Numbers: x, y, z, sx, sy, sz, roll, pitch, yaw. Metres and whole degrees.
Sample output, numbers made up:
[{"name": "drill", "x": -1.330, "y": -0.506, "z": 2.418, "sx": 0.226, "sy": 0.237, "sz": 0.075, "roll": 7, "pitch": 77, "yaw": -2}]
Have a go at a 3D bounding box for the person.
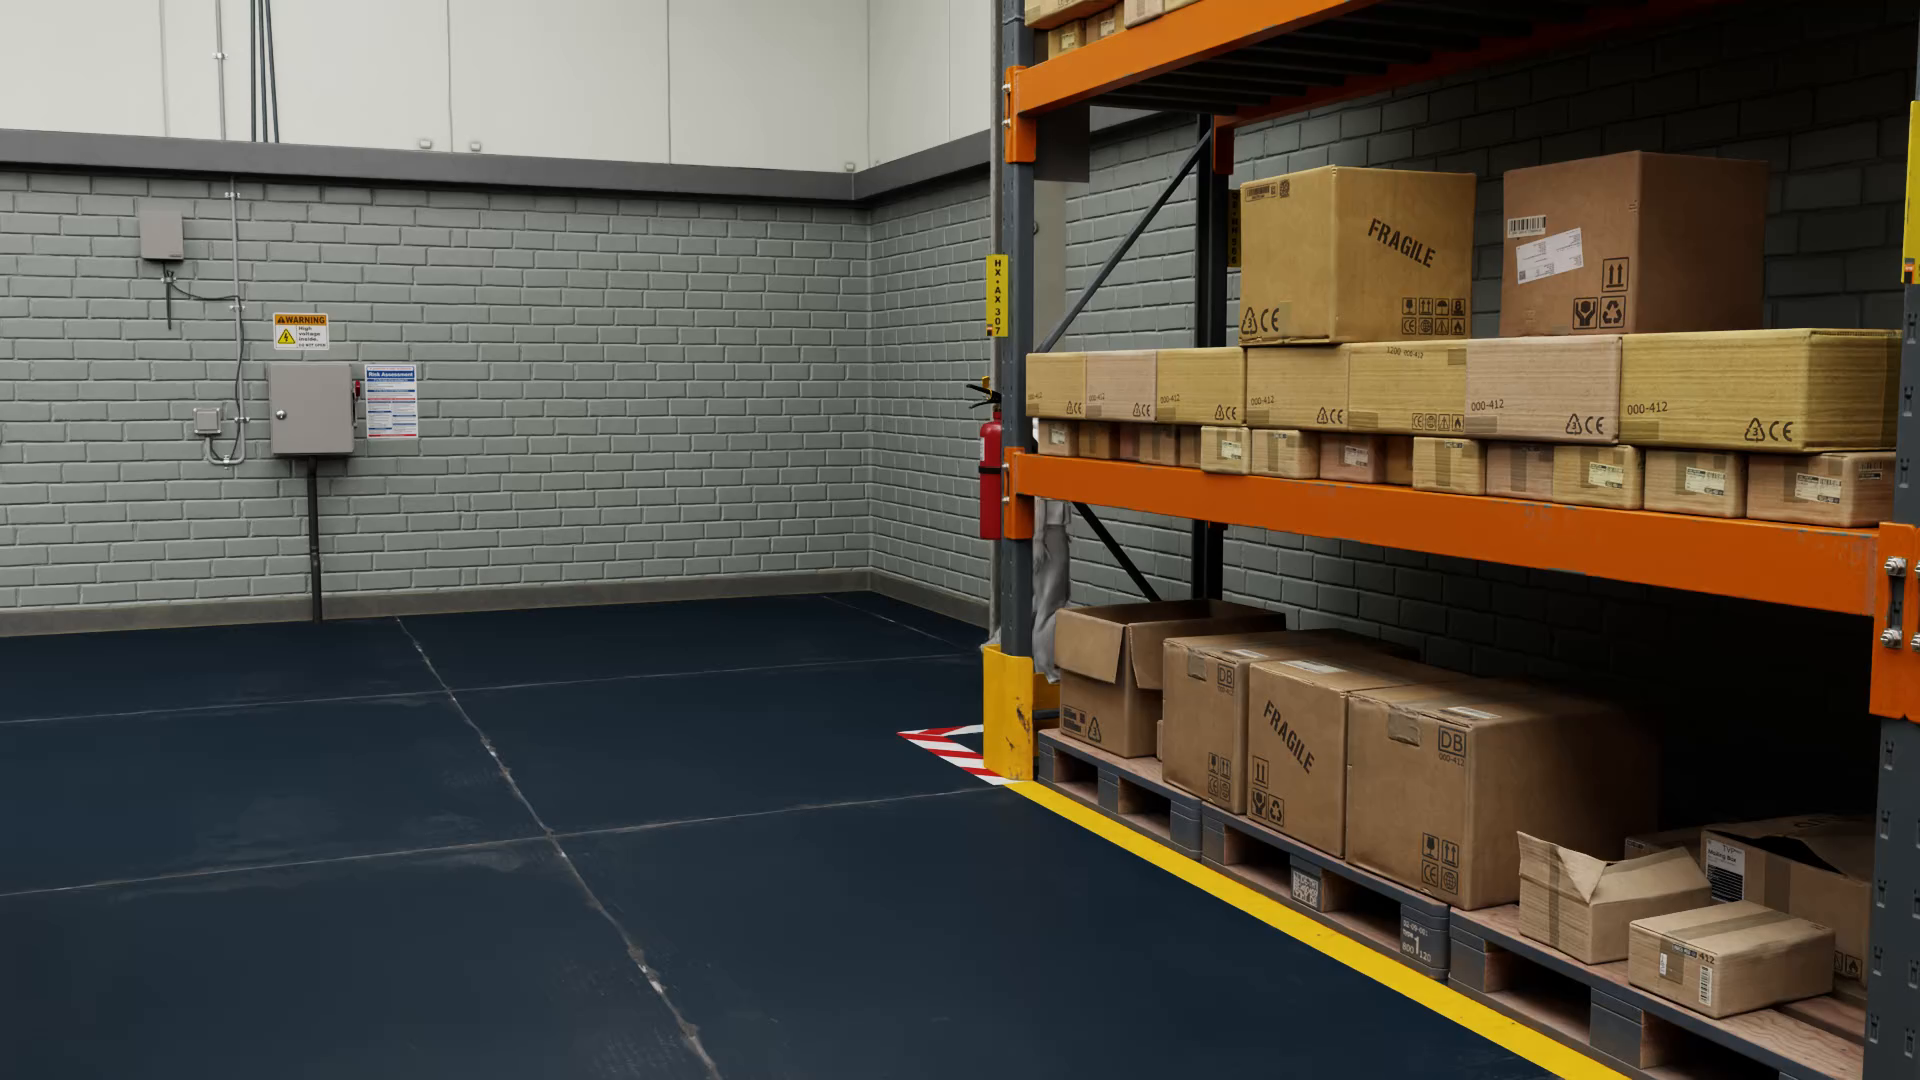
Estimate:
[{"name": "person", "x": 0.377, "y": -0.036, "z": 8.108, "sx": 0.554, "sy": 1.664, "sz": 0.598, "roll": 0, "pitch": 5, "yaw": 0}]
